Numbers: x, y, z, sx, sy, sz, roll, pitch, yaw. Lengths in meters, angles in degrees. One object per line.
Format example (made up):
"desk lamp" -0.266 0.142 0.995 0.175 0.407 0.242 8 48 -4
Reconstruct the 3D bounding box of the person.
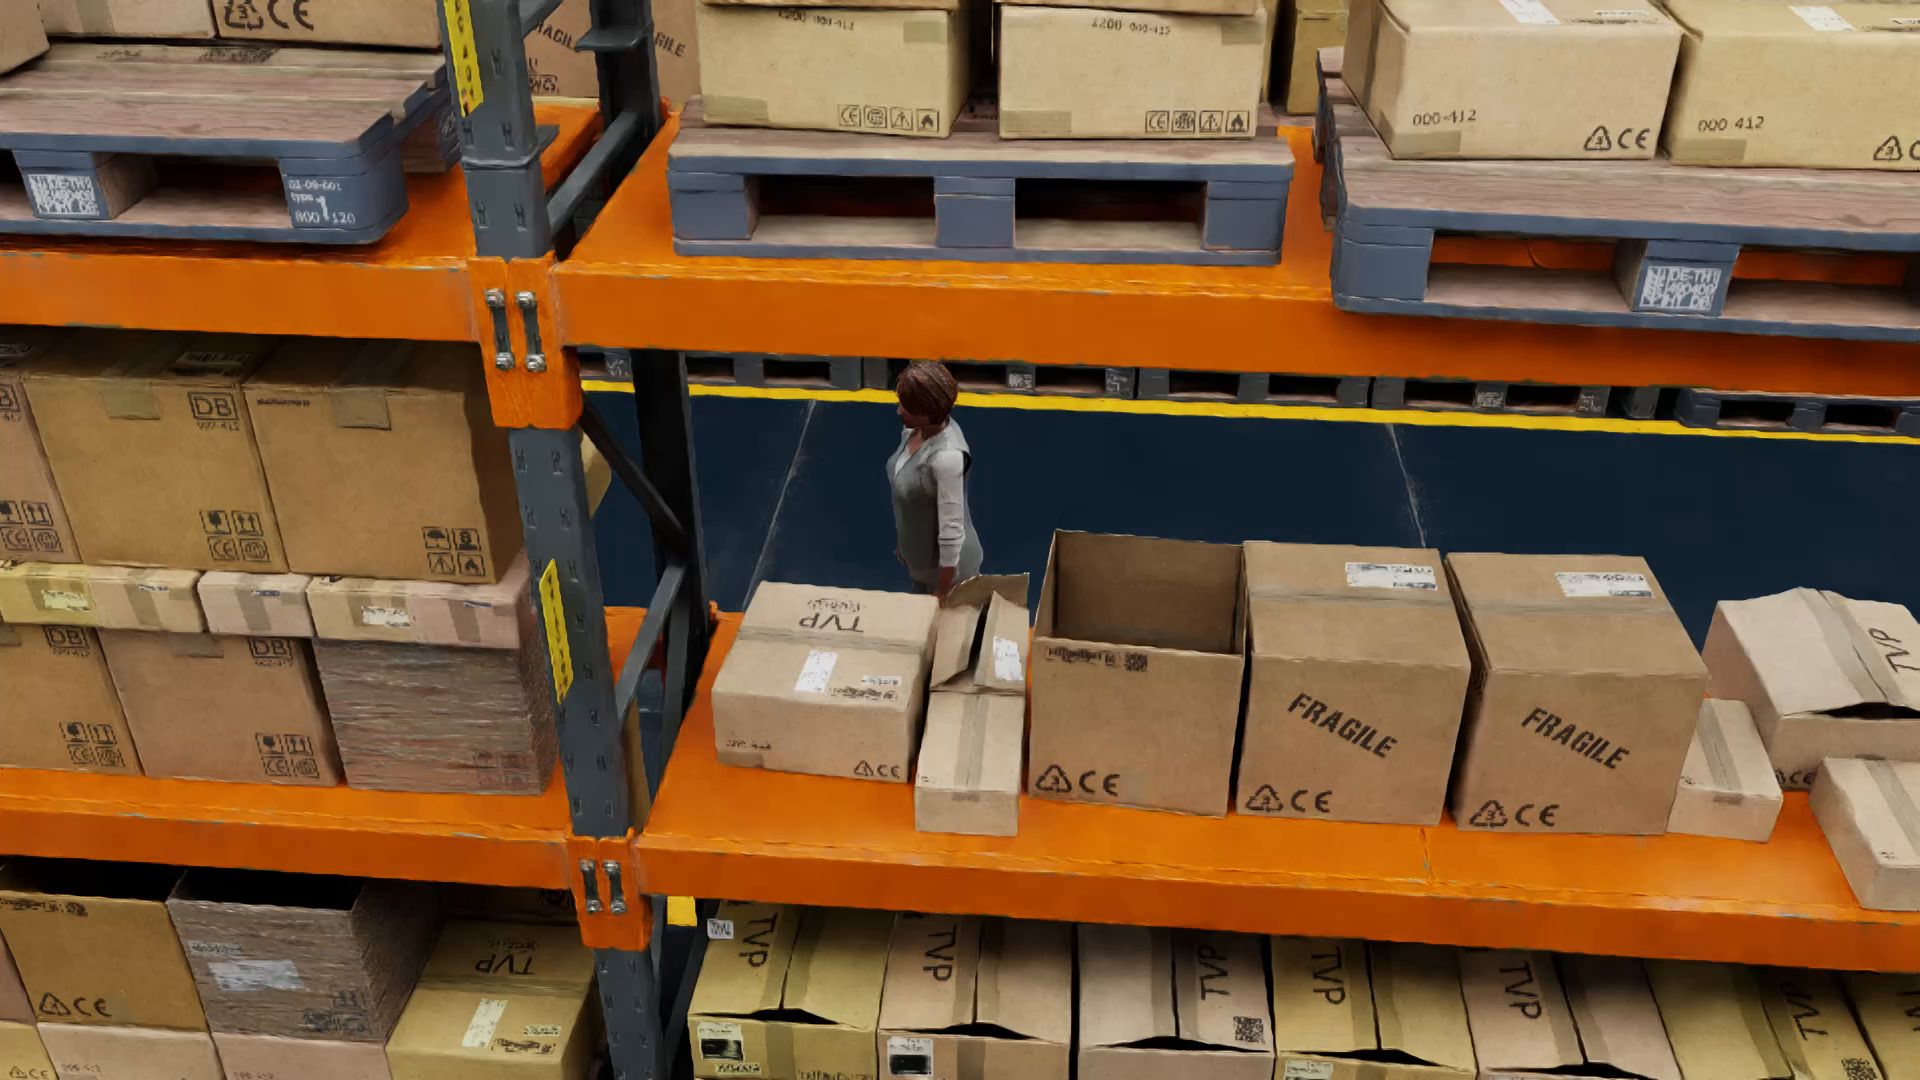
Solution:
"person" -0.060 0.078 6.017 0.369 1.608 0.464 -9 34 -14
